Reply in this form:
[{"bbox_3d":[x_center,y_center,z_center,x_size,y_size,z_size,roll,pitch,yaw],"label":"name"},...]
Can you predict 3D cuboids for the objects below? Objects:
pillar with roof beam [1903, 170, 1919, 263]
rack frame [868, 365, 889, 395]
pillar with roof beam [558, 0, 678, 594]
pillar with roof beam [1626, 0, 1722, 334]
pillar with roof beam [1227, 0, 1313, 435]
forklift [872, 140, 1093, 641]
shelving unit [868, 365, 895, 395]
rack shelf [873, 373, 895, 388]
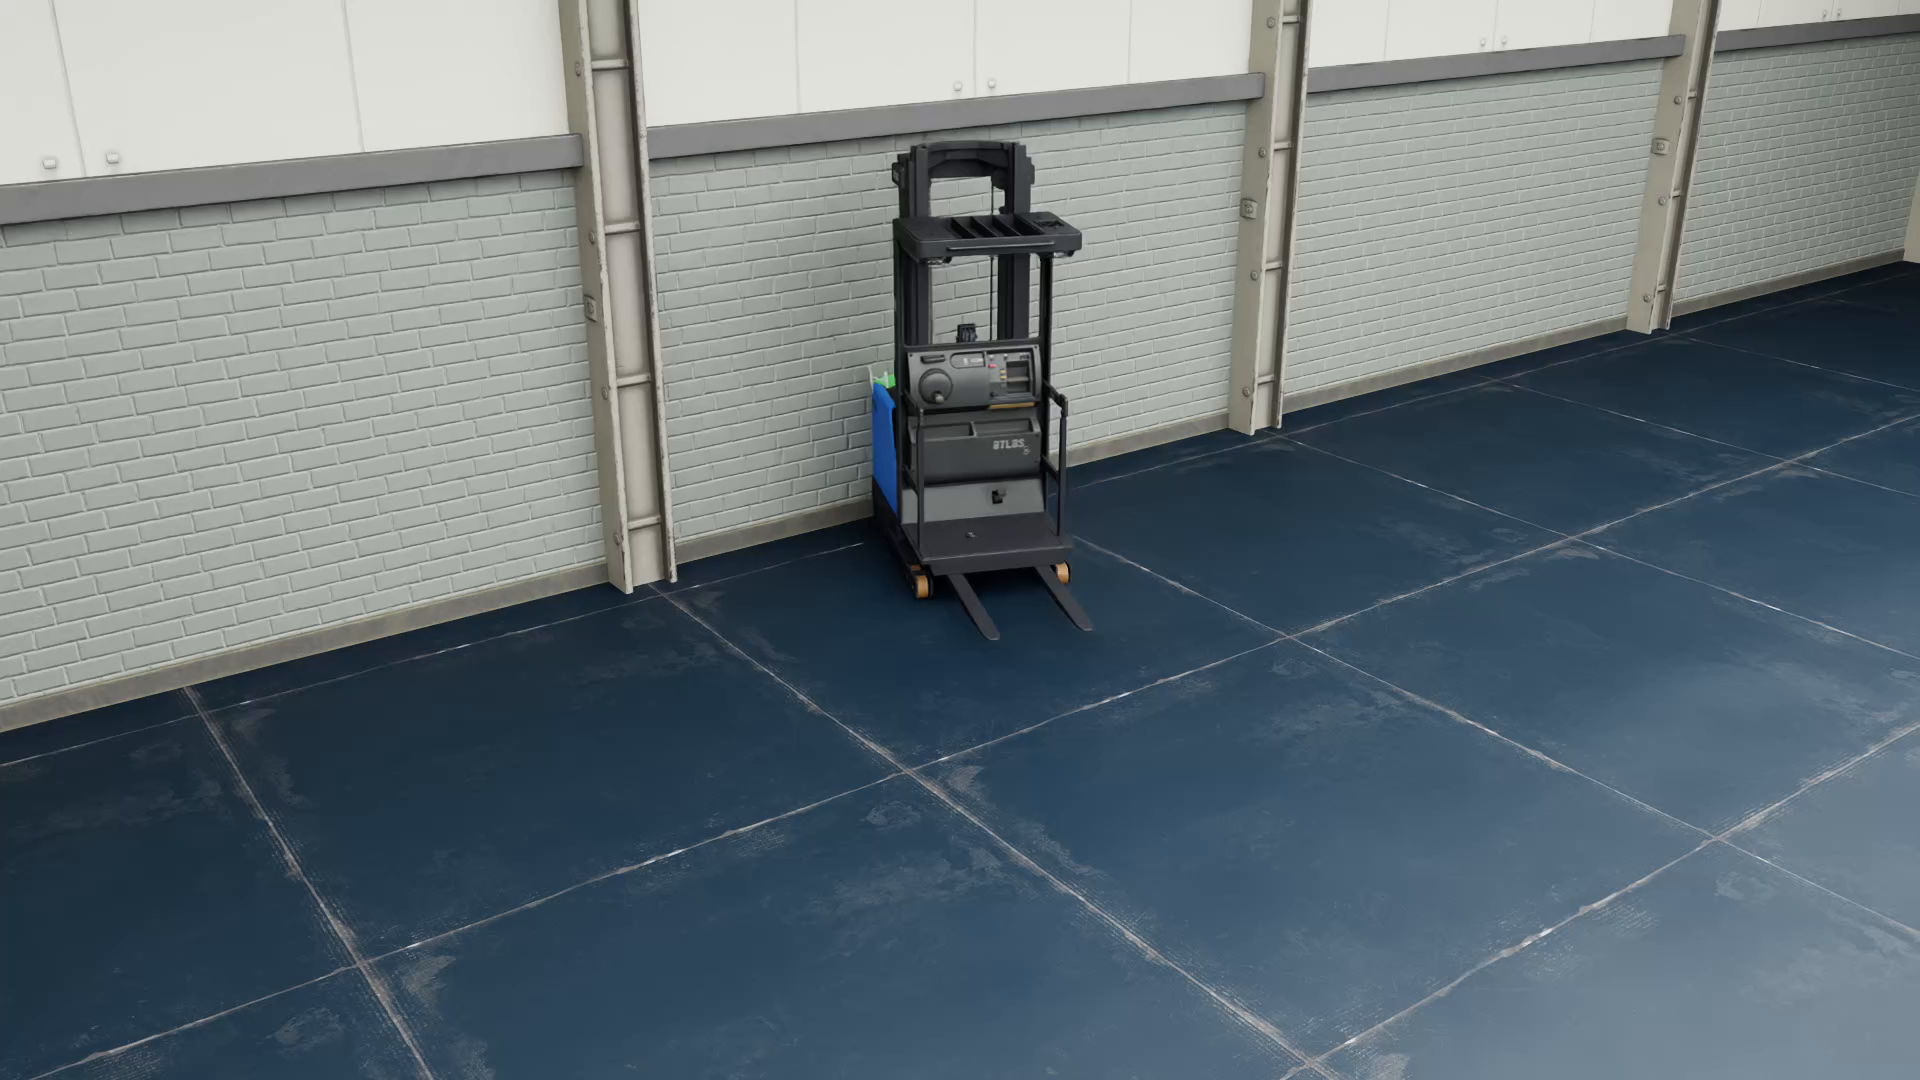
[{"bbox_3d":[14.894,-6.497,16.537,0.400,9.000,9.100,-15,26,-33],"label":"pillar with roof beam"},{"bbox_3d":[-0.544,-0.726,12.577,0.015,1.200,0.240,-21,27,-29],"label":"rack frame"},{"bbox_3d":[0.282,-2.601,6.773,0.400,9.000,9.100,-15,26,-33],"label":"pillar with roof beam"},{"bbox_3d":[10.023,-5.199,13.282,0.400,9.000,9.100,-15,26,-33],"label":"pillar with roof beam"},{"bbox_3d":[5.153,-3.900,10.028,0.400,9.000,9.100,-15,26,-33],"label":"pillar with roof beam"},{"bbox_3d":[0.153,-1.112,11.229,1.130,2.935,3.031,-5,22,-12],"label":"forklift"},{"bbox_3d":[-0.344,-0.803,12.694,0.503,1.200,0.258,-21,27,-29],"label":"shelving unit"},{"bbox_3d":[-0.392,-1.182,12.529,0.480,0.148,0.258,-21,27,-29],"label":"rack shelf"}]
